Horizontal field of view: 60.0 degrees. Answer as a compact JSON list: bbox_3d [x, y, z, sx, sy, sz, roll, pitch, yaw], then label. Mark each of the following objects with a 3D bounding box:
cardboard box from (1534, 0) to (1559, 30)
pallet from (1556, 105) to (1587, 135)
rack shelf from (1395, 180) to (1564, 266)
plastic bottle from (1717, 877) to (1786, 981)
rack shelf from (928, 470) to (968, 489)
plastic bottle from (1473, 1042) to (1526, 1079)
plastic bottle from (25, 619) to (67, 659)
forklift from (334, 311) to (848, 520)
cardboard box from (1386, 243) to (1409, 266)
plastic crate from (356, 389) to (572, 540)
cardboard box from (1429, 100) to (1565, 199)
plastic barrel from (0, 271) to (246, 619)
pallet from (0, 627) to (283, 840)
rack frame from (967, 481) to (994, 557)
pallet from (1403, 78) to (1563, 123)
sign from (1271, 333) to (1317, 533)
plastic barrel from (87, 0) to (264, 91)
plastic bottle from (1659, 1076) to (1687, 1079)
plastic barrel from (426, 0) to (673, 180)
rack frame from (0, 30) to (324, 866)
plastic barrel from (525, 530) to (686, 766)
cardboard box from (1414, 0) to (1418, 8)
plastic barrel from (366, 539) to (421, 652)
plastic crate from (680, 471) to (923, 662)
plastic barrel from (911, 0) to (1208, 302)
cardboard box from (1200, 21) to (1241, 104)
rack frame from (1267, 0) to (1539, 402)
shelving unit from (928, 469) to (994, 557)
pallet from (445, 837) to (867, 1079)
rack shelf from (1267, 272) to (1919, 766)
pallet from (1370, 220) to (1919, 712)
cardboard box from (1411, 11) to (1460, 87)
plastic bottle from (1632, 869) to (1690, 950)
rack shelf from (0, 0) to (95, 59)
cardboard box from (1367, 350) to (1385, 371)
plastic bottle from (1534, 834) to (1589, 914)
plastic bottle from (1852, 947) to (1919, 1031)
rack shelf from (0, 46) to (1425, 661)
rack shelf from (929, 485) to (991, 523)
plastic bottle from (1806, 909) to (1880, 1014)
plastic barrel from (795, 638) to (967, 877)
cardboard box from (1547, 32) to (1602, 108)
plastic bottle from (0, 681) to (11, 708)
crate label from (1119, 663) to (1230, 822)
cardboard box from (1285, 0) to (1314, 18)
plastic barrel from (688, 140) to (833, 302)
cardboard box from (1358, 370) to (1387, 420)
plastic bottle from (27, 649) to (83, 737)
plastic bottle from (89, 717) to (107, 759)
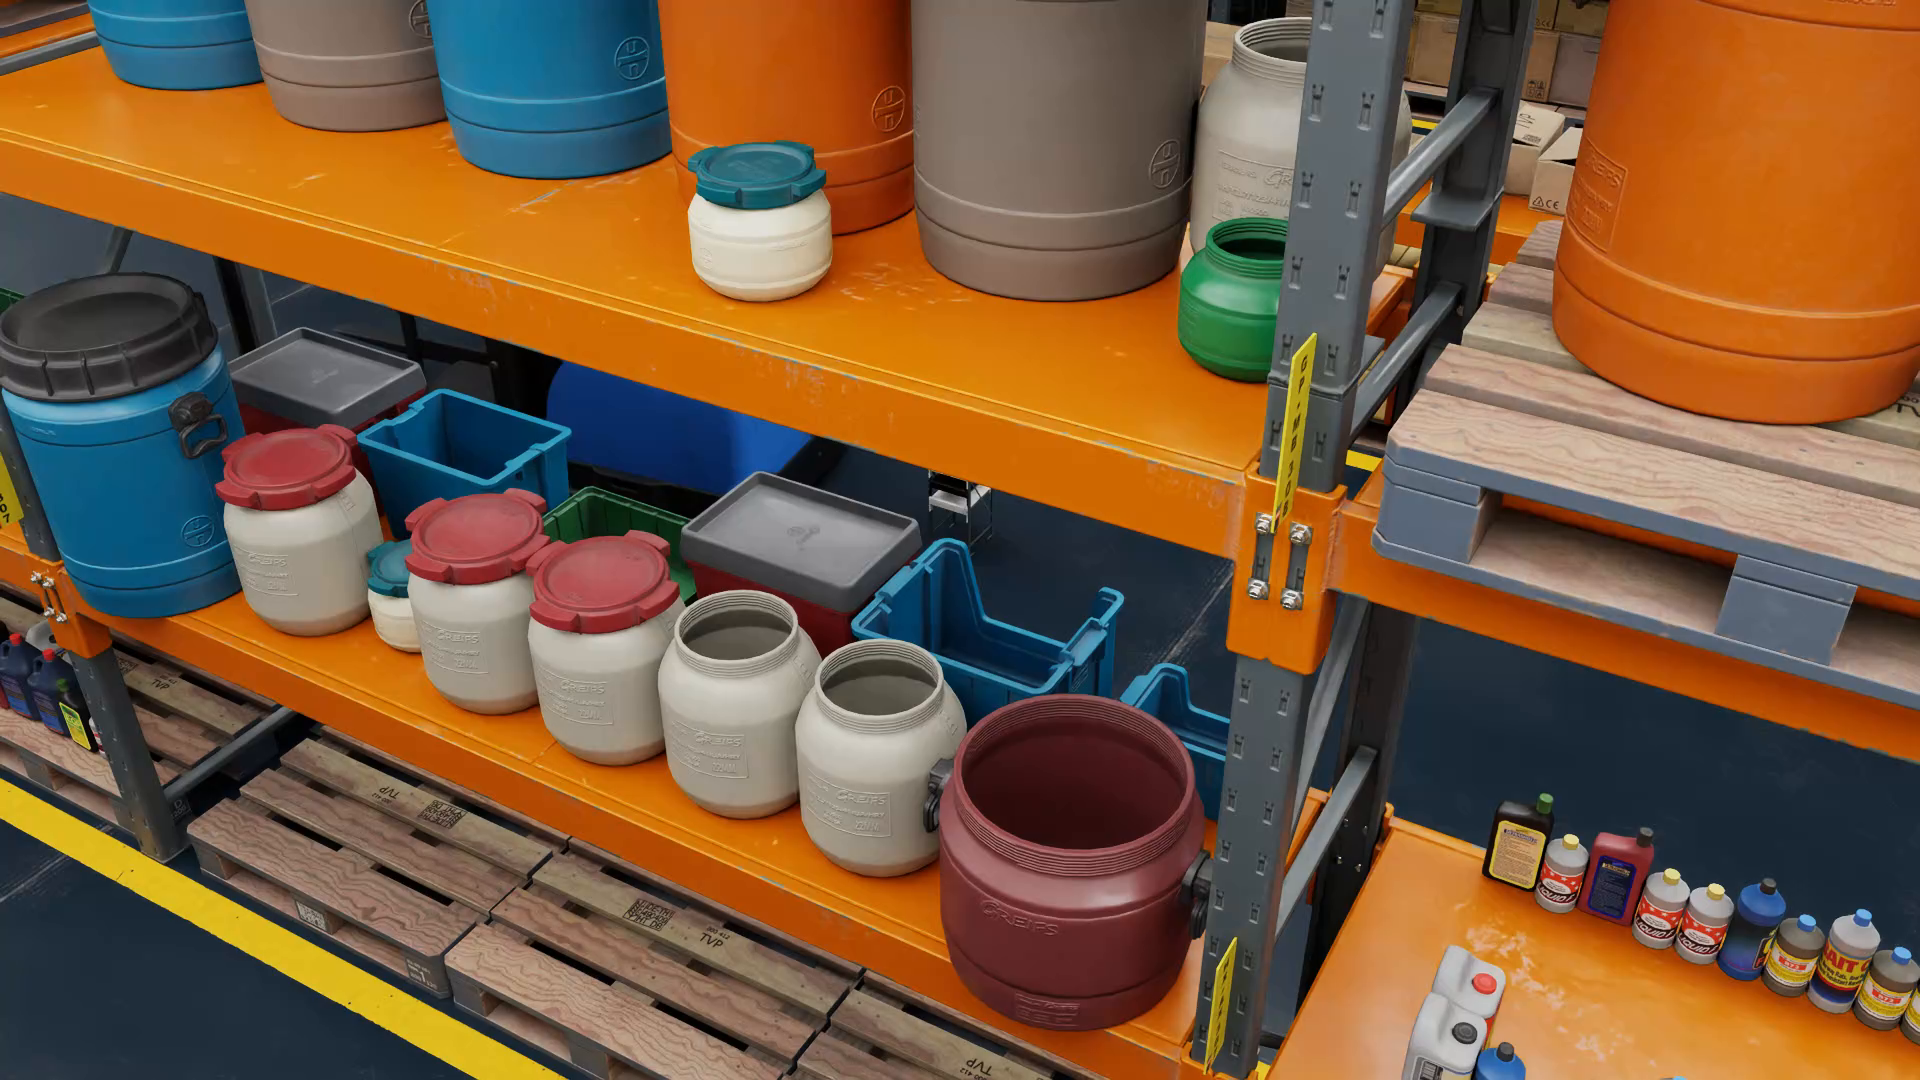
[{"bbox_3d":[4.157,-3.952,12.161,0.500,0.250,0.500,17,37,24],"label":"cardboard box"},{"bbox_3d":[5.043,-3.054,12.145,1.213,0.211,1.003,18,37,24],"label":"pallet"},{"bbox_3d":[1.530,-1.864,8.492,4.000,0.370,1.077,18,37,24],"label":"rack shelf"},{"bbox_3d":[1.829,0.886,3.829,0.097,0.271,0.097,0,34,0],"label":"plastic bottle"},{"bbox_3d":[0.007,-0.345,7.516,0.200,0.077,0.258,18,37,24],"label":"rack shelf"},{"bbox_3d":[1.108,1.142,3.445,0.097,0.271,0.097,0,34,0],"label":"plastic bottle"},{"bbox_3d":[-3.485,0.450,6.428,0.135,0.276,0.152,18,37,24],"label":"plastic bottle"},{"bbox_3d":[-2.129,-1.717,7.684,3.031,2.935,1.130,13,36,19],"label":"forklift"},{"bbox_3d":[2.056,-1.445,8.809,0.500,0.311,0.500,17,37,23],"label":"cardboard box"},{"bbox_3d":[-1.555,-0.171,5.315,0.575,0.384,0.392,18,37,24],"label":"plastic crate"},{"bbox_3d":[2.586,-1.916,8.001,0.500,0.311,0.500,17,37,24],"label":"cardboard box"},{"bbox_3d":[-2.482,-0.288,5.024,0.708,0.901,0.600,18,37,24],"label":"plastic barrel"},{"bbox_3d":[-3.230,0.625,6.621,1.213,0.211,1.003,18,37,24],"label":"pallet"},{"bbox_3d":[0.095,-0.344,7.455,0.006,0.900,0.240,18,37,24],"label":"rack frame"},{"bbox_3d":[3.988,-3.390,12.650,1.213,0.211,1.003,18,37,24],"label":"pallet"},{"bbox_3d":[0.539,-0.169,2.686,0.005,0.325,0.100,18,37,24],"label":"sign"},{"bbox_3d":[-2.118,-1.753,4.517,0.708,0.901,0.600,18,37,24],"label":"plastic barrel"},{"bbox_3d":[1.468,1.188,3.439,0.097,0.201,0.097,0,34,0],"label":"plastic bottle"},{"bbox_3d":[-0.983,-1.393,3.977,0.708,0.901,0.600,18,37,24],"label":"plastic barrel"},{"bbox_3d":[-2.667,-0.331,5.541,0.127,3.000,1.000,18,37,24],"label":"rack frame"},{"bbox_3d":[-0.933,0.302,4.468,0.433,0.535,0.433,0,34,0],"label":"plastic barrel"},{"bbox_3d":[3.280,-4.240,12.592,0.500,0.250,0.500,17,37,23],"label":"cardboard box"},{"bbox_3d":[-1.594,0.164,4.922,0.301,0.262,0.301,0,34,0],"label":"plastic barrel"},{"bbox_3d":[-0.446,0.151,4.760,0.583,0.464,0.402,18,37,24],"label":"plastic crate"},{"bbox_3d":[0.200,-1.019,3.415,0.600,0.901,0.600,0,34,0],"label":"plastic barrel"},{"bbox_3d":[1.345,-2.254,8.338,0.500,0.500,0.500,18,38,24],"label":"cardboard box"},{"bbox_3d":[0.805,-1.728,2.226,0.127,3.000,1.000,18,37,24],"label":"rack frame"},{"bbox_3d":[0.007,-0.372,7.497,0.210,0.900,0.258,18,37,24],"label":"shelving unit"},{"bbox_3d":[-0.903,1.362,5.515,1.213,0.211,1.003,18,37,24],"label":"pallet"},{"bbox_3d":[2.542,0.370,2.431,4.000,0.370,1.077,18,37,24],"label":"rack shelf"},{"bbox_3d":[1.421,-0.144,2.723,1.213,0.211,1.003,18,37,24],"label":"pallet"},{"bbox_3d":[3.792,-3.769,12.562,0.500,0.500,0.700,18,38,25],"label":"cardboard box"},{"bbox_3d":[1.660,0.862,3.929,0.097,0.201,0.097,0,34,0],"label":"plastic bottle"},{"bbox_3d":[-4.404,-1.830,5.735,4.000,0.370,1.077,18,37,24],"label":"rack shelf"},{"bbox_3d":[2.235,-1.043,8.206,0.500,0.311,0.500,17,37,24],"label":"cardboard box"},{"bbox_3d":[1.459,0.798,4.024,0.097,0.201,0.097,0,34,0],"label":"plastic bottle"},{"bbox_3d":[2.082,0.995,3.728,0.097,0.201,0.097,0,34,0],"label":"plastic bottle"},{"bbox_3d":[-0.931,-0.730,4.083,4.000,0.370,1.077,18,37,24],"label":"rack shelf"},{"bbox_3d":[0.007,-0.195,7.615,0.200,0.077,0.258,18,37,24],"label":"rack shelf"},{"bbox_3d":[1.998,0.939,3.749,0.097,0.271,0.097,0,34,0],"label":"plastic bottle"},{"bbox_3d":[-0.194,0.542,4.129,0.421,0.512,0.421,0,34,0],"label":"plastic barrel"},{"bbox_3d":[4.681,-3.512,12.176,0.500,0.500,0.700,18,37,24],"label":"cardboard box"},{"bbox_3d":[-3.698,0.500,6.346,0.133,0.283,0.061,20,39,27],"label":"plastic bottle"},{"bbox_3d":[0.626,0.542,4.380,0.416,0.233,0.303,18,37,24],"label":"crate label"},{"bbox_3d":[2.896,-4.047,12.979,0.500,0.500,0.700,19,38,26],"label":"cardboard box"},{"bbox_3d":[-0.415,-0.659,3.452,0.301,0.262,0.301,0,34,0],"label":"plastic barrel"},{"bbox_3d":[2.239,-0.811,8.364,0.500,0.250,0.500,17,37,24],"label":"cardboard box"},{"bbox_3d":[-3.370,0.550,6.211,0.185,0.351,0.144,17,37,23],"label":"plastic bottle"},{"bbox_3d":[-3.137,0.701,6.119,0.097,0.201,0.097,0,34,0],"label":"plastic bottle"}]
